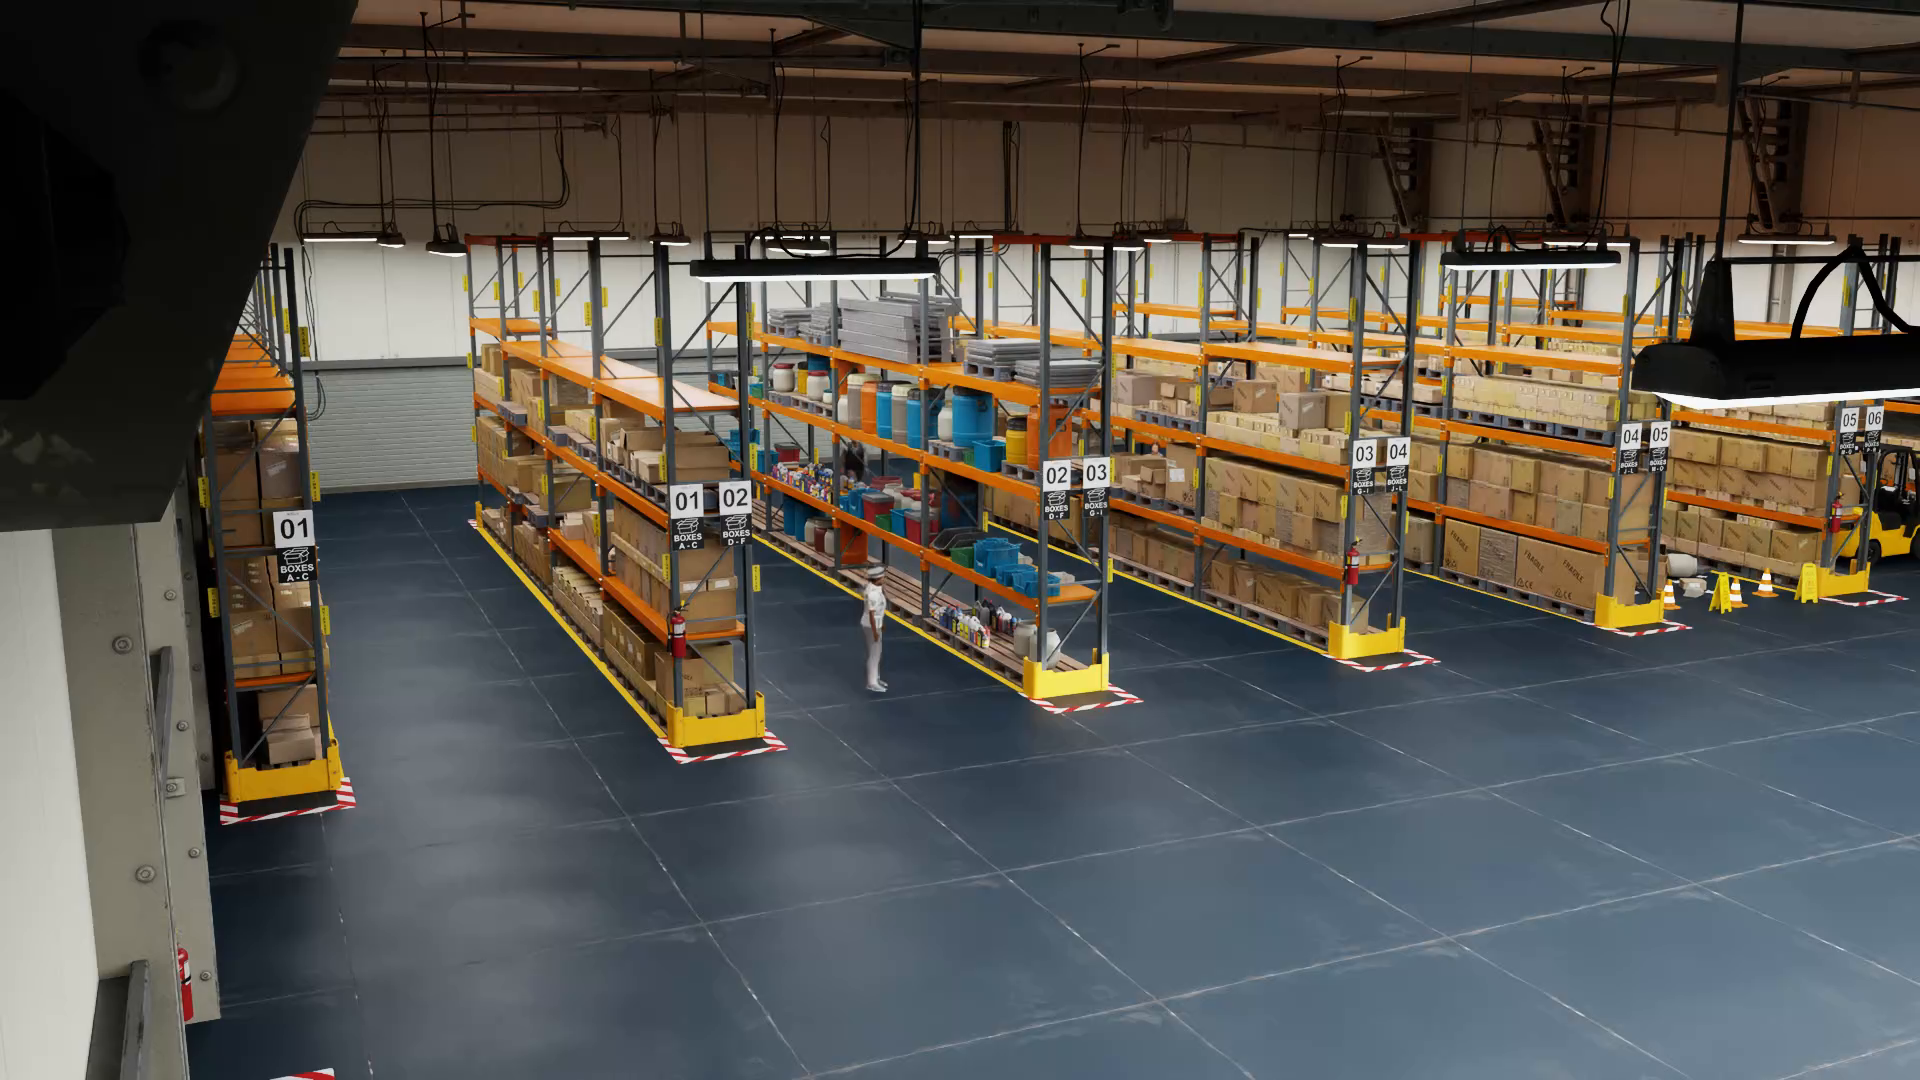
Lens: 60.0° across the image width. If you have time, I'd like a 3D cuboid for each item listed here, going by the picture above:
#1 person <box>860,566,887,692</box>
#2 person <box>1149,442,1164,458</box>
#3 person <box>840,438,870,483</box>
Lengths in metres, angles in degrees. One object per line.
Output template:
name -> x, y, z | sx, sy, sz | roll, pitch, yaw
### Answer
person -> -1.177, 1.197, 22.620 | 0.362, 1.699, 0.462 | 0, 11, -1
person -> 4.169, -1.294, 35.510 | 0.579, 1.621, 1.030 | -5, 12, -23
person -> -2.315, -1.549, 36.758 | 0.570, 1.677, 1.066 | -6, 12, -27
